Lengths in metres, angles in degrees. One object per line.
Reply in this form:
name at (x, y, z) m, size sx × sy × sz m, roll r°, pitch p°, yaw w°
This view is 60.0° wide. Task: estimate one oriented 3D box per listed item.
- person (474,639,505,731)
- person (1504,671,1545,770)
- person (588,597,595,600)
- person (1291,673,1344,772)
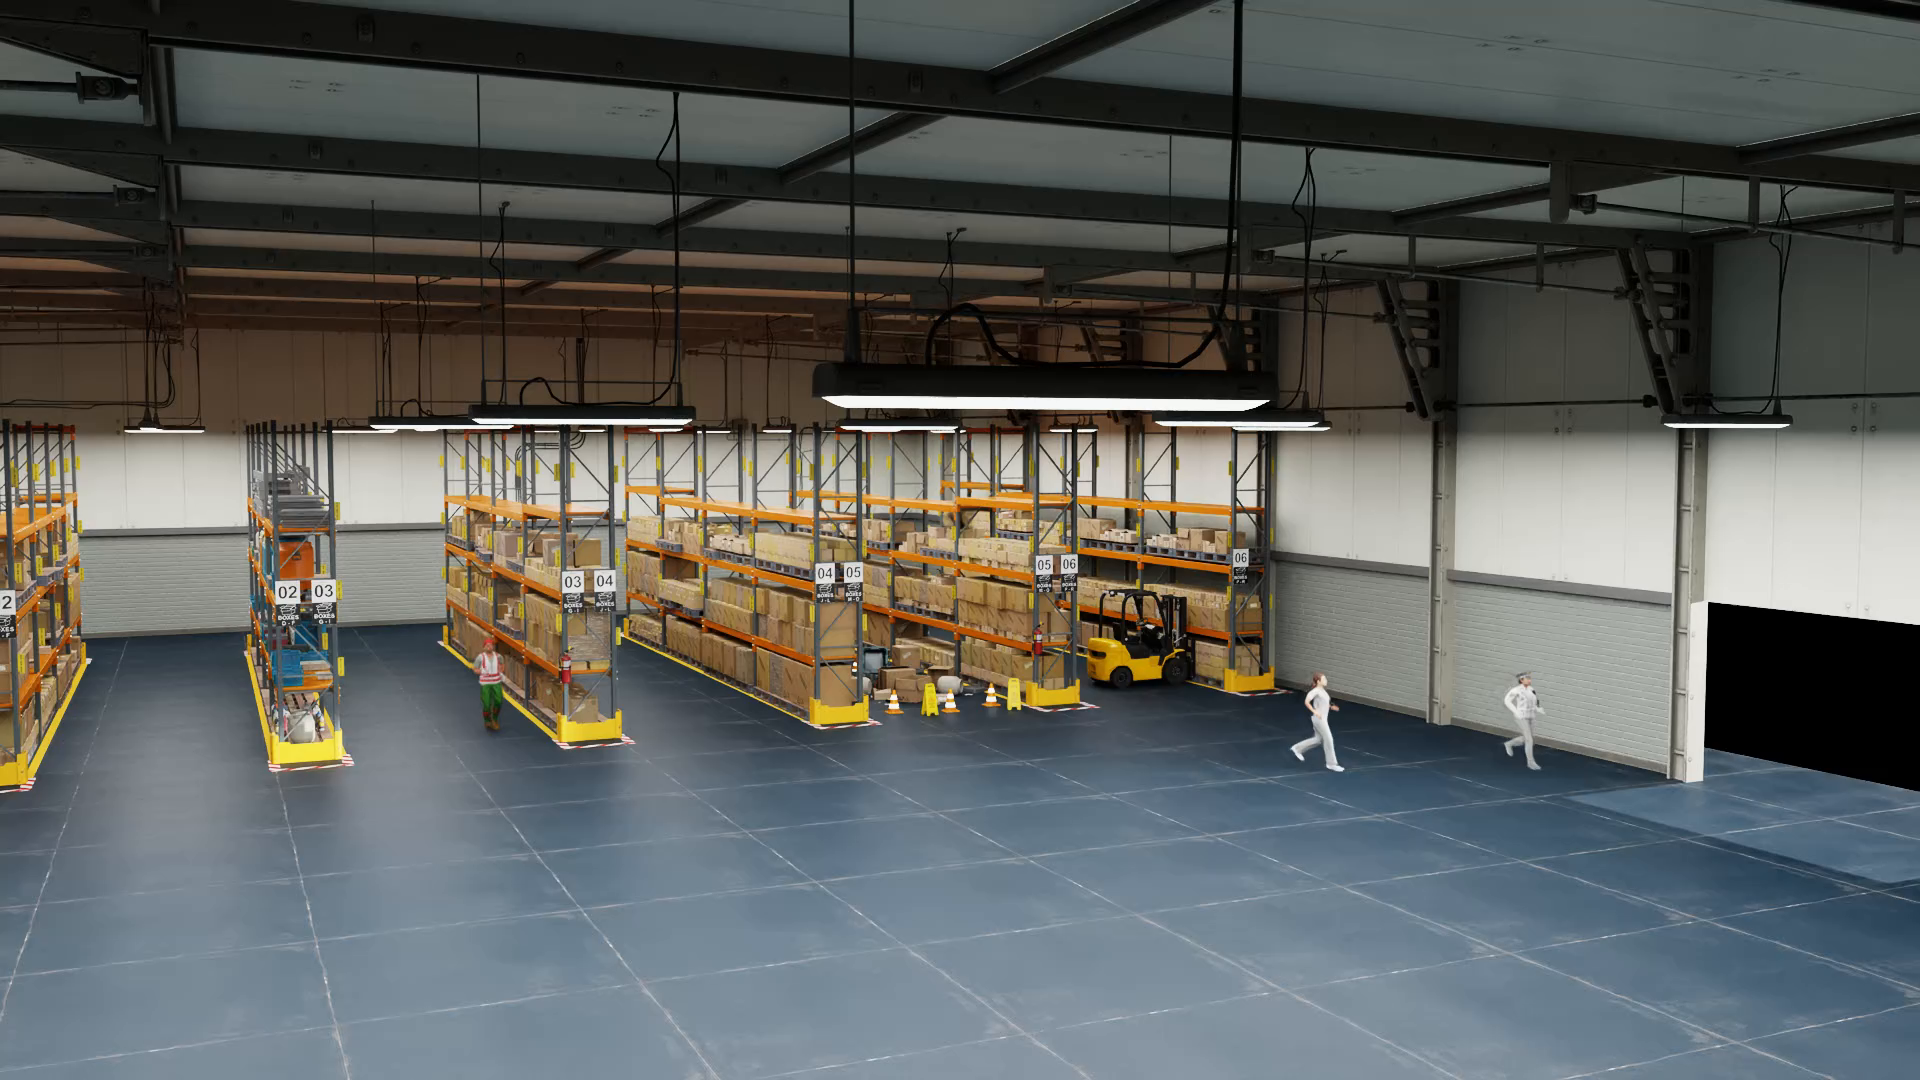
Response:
person at (-9.113, 2.816, 32.303) m, size 0.621 × 1.795 × 0.655 m, roll -2°, pitch 4°, yaw -27°
person at (9.751, 3.096, 28.800) m, size 0.618 × 1.691 × 0.821 m, roll -2°, pitch 4°, yaw -31°
person at (-10.087, 2.089, 45.681) m, size 0.623 × 1.603 × 0.568 m, roll -1°, pitch 4°, yaw -19°
person at (6.144, 3.115, 28.558) m, size 0.928 × 1.659 × 0.568 m, roll 2°, pitch 4°, yaw 24°
